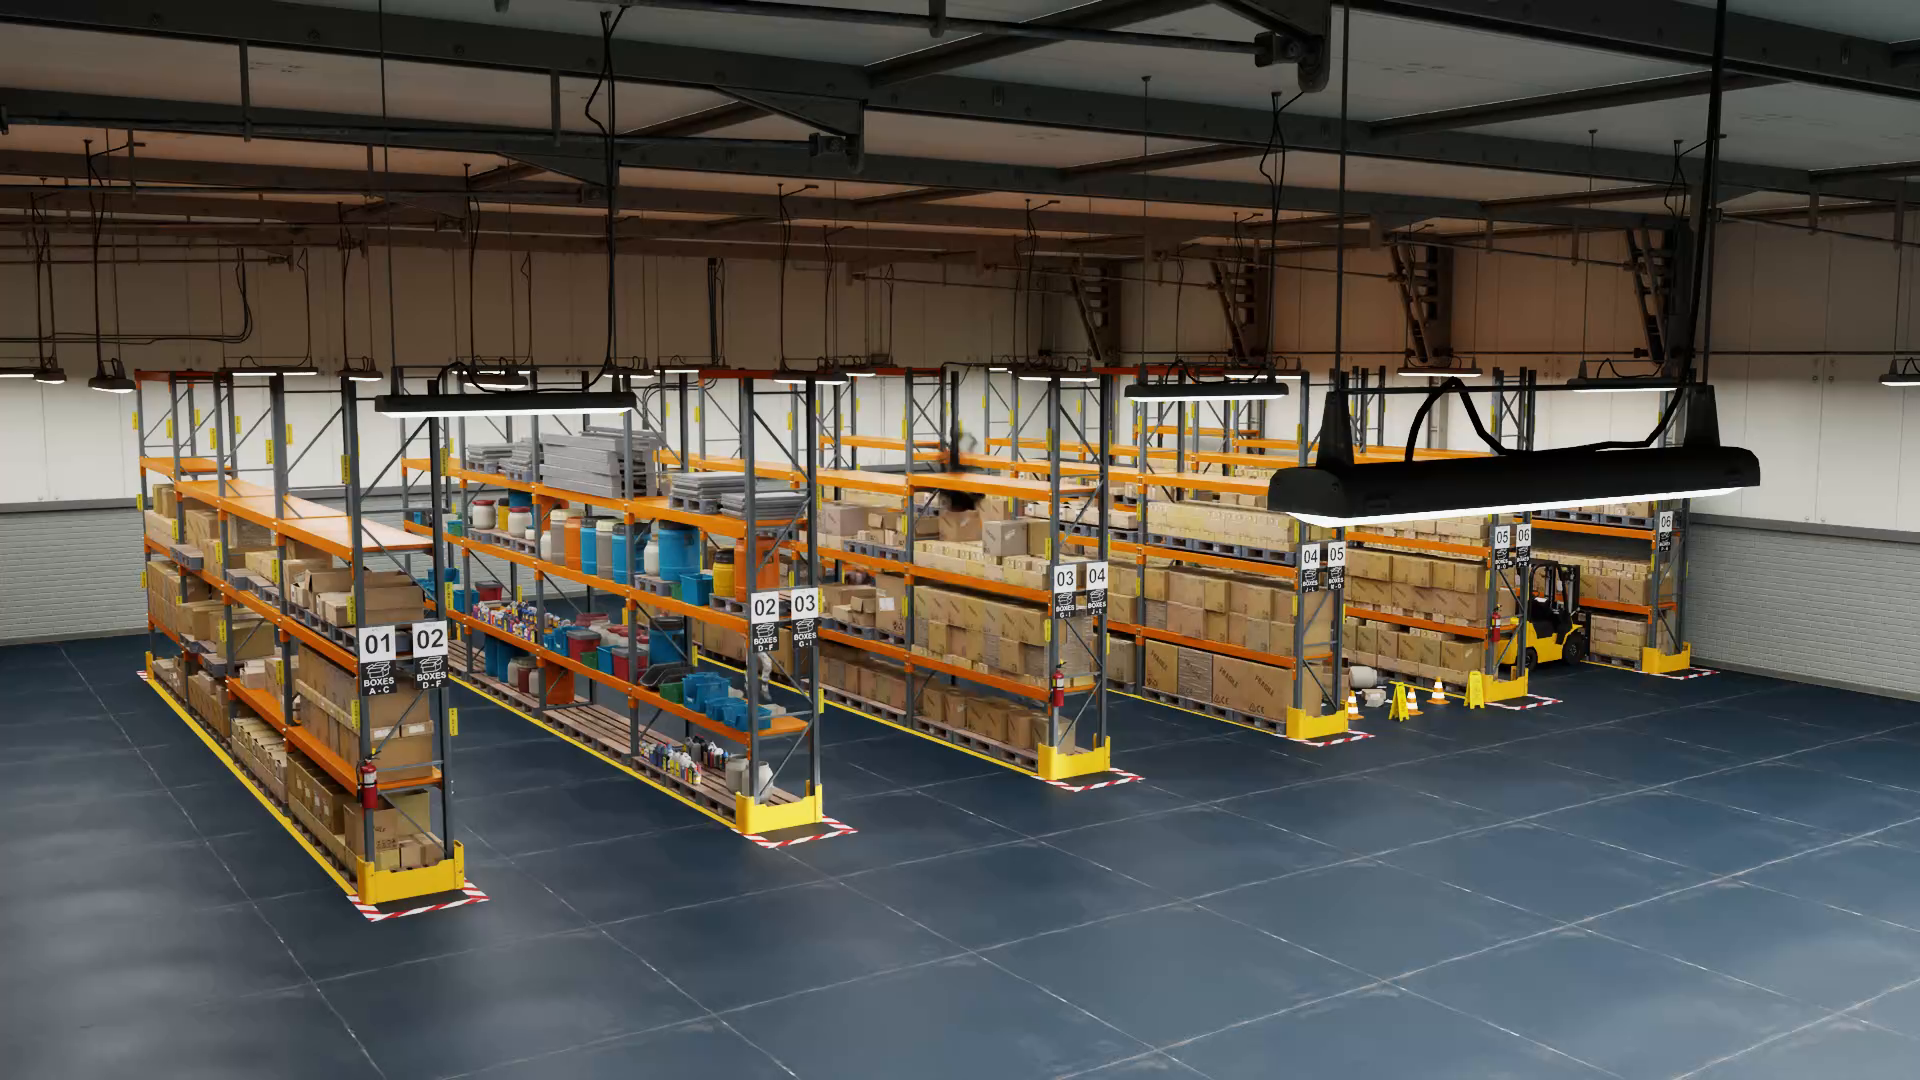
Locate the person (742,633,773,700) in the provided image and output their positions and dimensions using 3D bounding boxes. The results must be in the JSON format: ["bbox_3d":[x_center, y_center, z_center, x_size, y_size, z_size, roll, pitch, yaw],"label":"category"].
[{"bbox_3d":[-3.717,2.034,30.431,0.637,1.792,0.753,-5,8,-37],"label":"person"}]

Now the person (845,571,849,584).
[{"bbox_3d":[-2.741,0.786,41.930,0.491,1.530,0.594,0,6,1],"label":"person"}]

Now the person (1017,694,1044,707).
[{"bbox_3d":[1.293,2.262,29.926,0.563,1.436,0.524,6,9,43],"label":"person"}]

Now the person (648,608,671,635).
[{"bbox_3d":[-5.467,1.992,30.782,0.651,1.742,0.609,-6,9,-42],"label":"person"}]

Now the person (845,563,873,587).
[{"bbox_3d":[-2.239,1.347,36.552,0.666,1.847,0.825,-4,7,-29],"label":"person"}]
